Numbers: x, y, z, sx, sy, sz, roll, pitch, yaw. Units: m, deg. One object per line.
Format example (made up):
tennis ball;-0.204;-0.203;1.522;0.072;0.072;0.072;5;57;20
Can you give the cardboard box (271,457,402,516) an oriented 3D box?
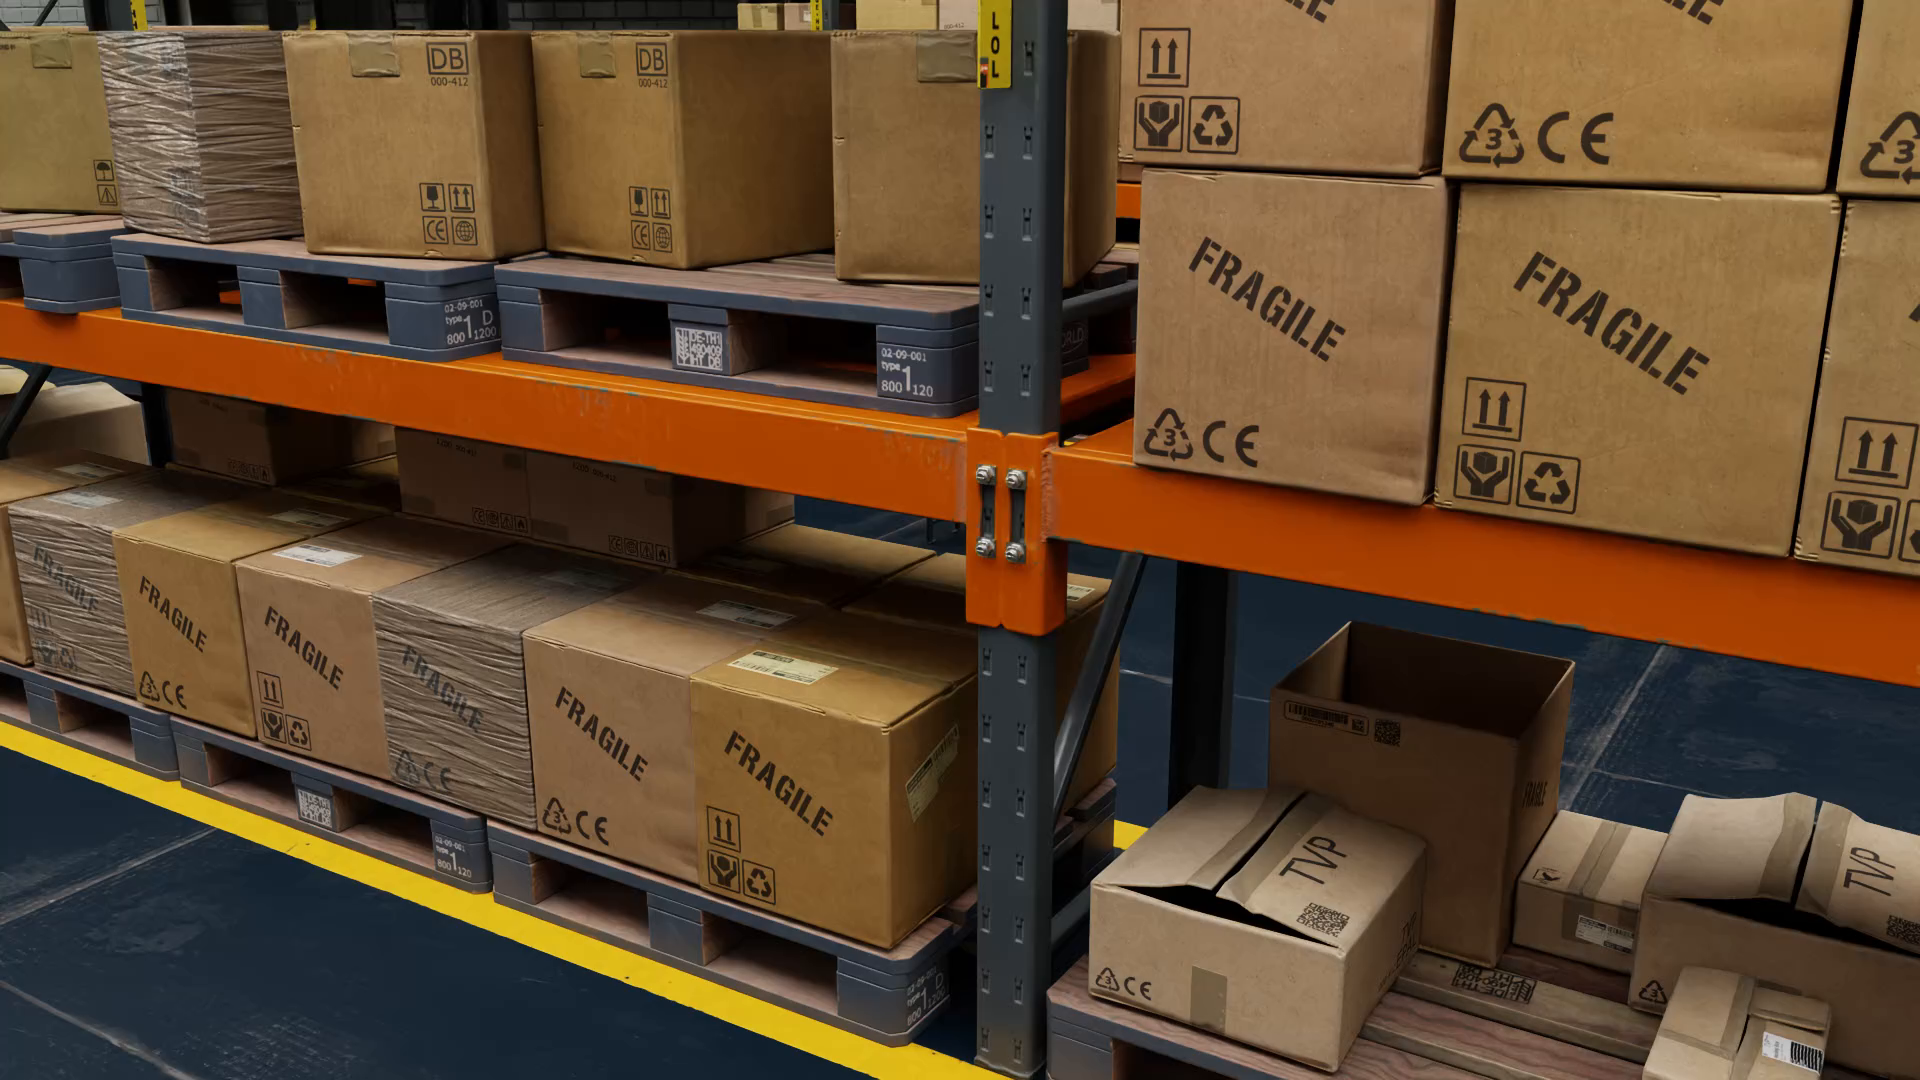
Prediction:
cardboard box;-1.704;0.056;5.080;0.500;0.500;0.500;9;19;28

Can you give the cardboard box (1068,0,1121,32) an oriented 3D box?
cardboard box;0.663;-2.589;8.235;0.500;0.250;0.500;10;20;30

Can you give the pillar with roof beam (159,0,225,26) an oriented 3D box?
pillar with roof beam;-8.496;-5.449;9.337;0.400;9.000;9.100;10;20;30

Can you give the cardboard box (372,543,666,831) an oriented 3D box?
cardboard box;-1.070;0.344;4.133;0.500;0.500;0.500;10;20;31

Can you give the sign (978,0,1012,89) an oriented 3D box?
sign;0.057;-0.900;2.692;0.005;0.325;0.100;10;20;30

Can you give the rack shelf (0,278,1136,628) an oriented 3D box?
rack shelf;-1.360;-0.444;4.420;4.000;0.370;1.077;10;20;30

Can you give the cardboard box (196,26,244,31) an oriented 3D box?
cardboard box;-4.877;-3.295;11.501;0.500;0.500;0.500;10;20;30

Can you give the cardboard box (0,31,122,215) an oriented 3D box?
cardboard box;-2.469;-1.273;5.018;0.500;0.500;0.700;4;17;12

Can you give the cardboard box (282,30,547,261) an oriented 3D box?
cardboard box;-1.194;-0.986;4.073;0.500;0.500;0.700;5;18;16

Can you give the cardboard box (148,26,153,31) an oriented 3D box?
cardboard box;-5.744;-3.453;12.021;0.500;0.500;0.500;11;20;32

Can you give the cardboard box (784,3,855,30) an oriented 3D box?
cardboard box;-0.785;-2.934;9.333;0.250;0.149;0.380;7;18;23

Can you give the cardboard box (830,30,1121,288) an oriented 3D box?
cardboard box;0.057;-0.860;3.658;0.500;0.500;0.700;4;17;12

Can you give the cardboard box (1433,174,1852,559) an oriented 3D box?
cardboard box;1.074;-0.310;2.568;0.500;0.500;0.500;11;20;31

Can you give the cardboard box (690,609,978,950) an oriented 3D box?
cardboard box;-0.226;0.497;3.627;0.500;0.500;0.500;10;20;30

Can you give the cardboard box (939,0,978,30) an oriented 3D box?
cardboard box;0.235;-2.664;8.482;0.500;0.250;0.500;10;19;29

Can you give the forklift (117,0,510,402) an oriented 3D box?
forklift;-2.920;-1.844;7.908;3.031;2.935;1.130;9;19;26

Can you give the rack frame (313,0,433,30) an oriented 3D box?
rack frame;-3.884;-2.928;11.361;0.127;3.000;1.000;10;20;30

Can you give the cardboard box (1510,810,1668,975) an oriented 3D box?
cardboard box;1.329;0.728;3.472;0.250;0.149;0.380;10;20;30

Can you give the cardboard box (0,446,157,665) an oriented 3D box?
cardboard box;-2.826;0.033;5.156;0.500;0.500;0.500;11;20;32

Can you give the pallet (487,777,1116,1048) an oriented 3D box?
pallet;-0.369;0.736;4.096;1.213;0.211;1.003;10;20;30

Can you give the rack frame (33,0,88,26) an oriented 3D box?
rack frame;-7.292;-3.537;13.364;0.127;3.000;1.000;10;20;30

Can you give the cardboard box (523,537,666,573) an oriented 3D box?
cardboard box;-0.823;0.211;4.569;0.500;0.500;0.500;10;20;31

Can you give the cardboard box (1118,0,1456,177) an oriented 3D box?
cardboard box;0.598;-0.869;2.689;0.500;0.500;0.500;11;20;31

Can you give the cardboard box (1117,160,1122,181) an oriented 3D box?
cardboard box;0.795;-1.913;8.416;0.250;0.149;0.380;10;20;31

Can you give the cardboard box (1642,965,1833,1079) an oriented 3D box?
cardboard box;1.331;0.908;2.850;0.250;0.166;0.380;10;20;30

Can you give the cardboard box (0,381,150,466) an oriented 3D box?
cardboard box;-3.357;-0.399;6.076;0.500;0.311;0.500;11;20;32

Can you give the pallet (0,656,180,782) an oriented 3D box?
pallet;-2.448;0.365;5.318;1.213;0.211;1.003;10;20;30

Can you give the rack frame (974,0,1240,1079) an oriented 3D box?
rack frame;0.344;-0.484;3.314;0.127;3.000;1.000;10;20;30

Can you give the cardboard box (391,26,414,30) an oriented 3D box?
cardboard box;-4.175;-3.348;11.676;0.500;0.500;0.500;10;19;29

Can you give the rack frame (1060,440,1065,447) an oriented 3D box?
rack frame;0.349;-0.512;6.502;0.015;1.200;0.240;10;20;30

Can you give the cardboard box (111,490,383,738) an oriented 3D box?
cardboard box;-1.952;0.189;4.643;0.500;0.500;0.500;10;19;29

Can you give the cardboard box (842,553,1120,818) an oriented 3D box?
cardboard box;0.059;0.367;4.054;0.500;0.500;0.500;9;19;28

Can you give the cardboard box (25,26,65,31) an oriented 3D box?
cardboard box;-6.627;-3.609;12.534;0.500;0.500;0.500;10;20;30

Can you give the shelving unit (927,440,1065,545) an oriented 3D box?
shelving unit;0.141;-0.549;6.624;0.503;1.200;0.258;10;20;30

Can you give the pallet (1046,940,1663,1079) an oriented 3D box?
pallet;0.929;0.955;3.375;1.213;0.211;1.003;10;20;30

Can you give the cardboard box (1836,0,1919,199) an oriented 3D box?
cardboard box;1.476;-0.712;2.173;0.500;0.500;0.500;9;19;28

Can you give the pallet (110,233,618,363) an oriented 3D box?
pallet;-1.405;-0.706;4.375;1.213;0.211;1.003;10;20;30

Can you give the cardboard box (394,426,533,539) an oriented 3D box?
cardboard box;-1.220;-0.220;4.697;0.500;0.250;0.500;10;19;29

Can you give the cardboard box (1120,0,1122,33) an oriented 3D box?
cardboard box;1.102;-2.513;7.985;0.500;0.250;0.500;10;19;29

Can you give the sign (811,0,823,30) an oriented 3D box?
sign;-0.751;-2.700;8.754;0.005;0.325;0.100;10;20;30
